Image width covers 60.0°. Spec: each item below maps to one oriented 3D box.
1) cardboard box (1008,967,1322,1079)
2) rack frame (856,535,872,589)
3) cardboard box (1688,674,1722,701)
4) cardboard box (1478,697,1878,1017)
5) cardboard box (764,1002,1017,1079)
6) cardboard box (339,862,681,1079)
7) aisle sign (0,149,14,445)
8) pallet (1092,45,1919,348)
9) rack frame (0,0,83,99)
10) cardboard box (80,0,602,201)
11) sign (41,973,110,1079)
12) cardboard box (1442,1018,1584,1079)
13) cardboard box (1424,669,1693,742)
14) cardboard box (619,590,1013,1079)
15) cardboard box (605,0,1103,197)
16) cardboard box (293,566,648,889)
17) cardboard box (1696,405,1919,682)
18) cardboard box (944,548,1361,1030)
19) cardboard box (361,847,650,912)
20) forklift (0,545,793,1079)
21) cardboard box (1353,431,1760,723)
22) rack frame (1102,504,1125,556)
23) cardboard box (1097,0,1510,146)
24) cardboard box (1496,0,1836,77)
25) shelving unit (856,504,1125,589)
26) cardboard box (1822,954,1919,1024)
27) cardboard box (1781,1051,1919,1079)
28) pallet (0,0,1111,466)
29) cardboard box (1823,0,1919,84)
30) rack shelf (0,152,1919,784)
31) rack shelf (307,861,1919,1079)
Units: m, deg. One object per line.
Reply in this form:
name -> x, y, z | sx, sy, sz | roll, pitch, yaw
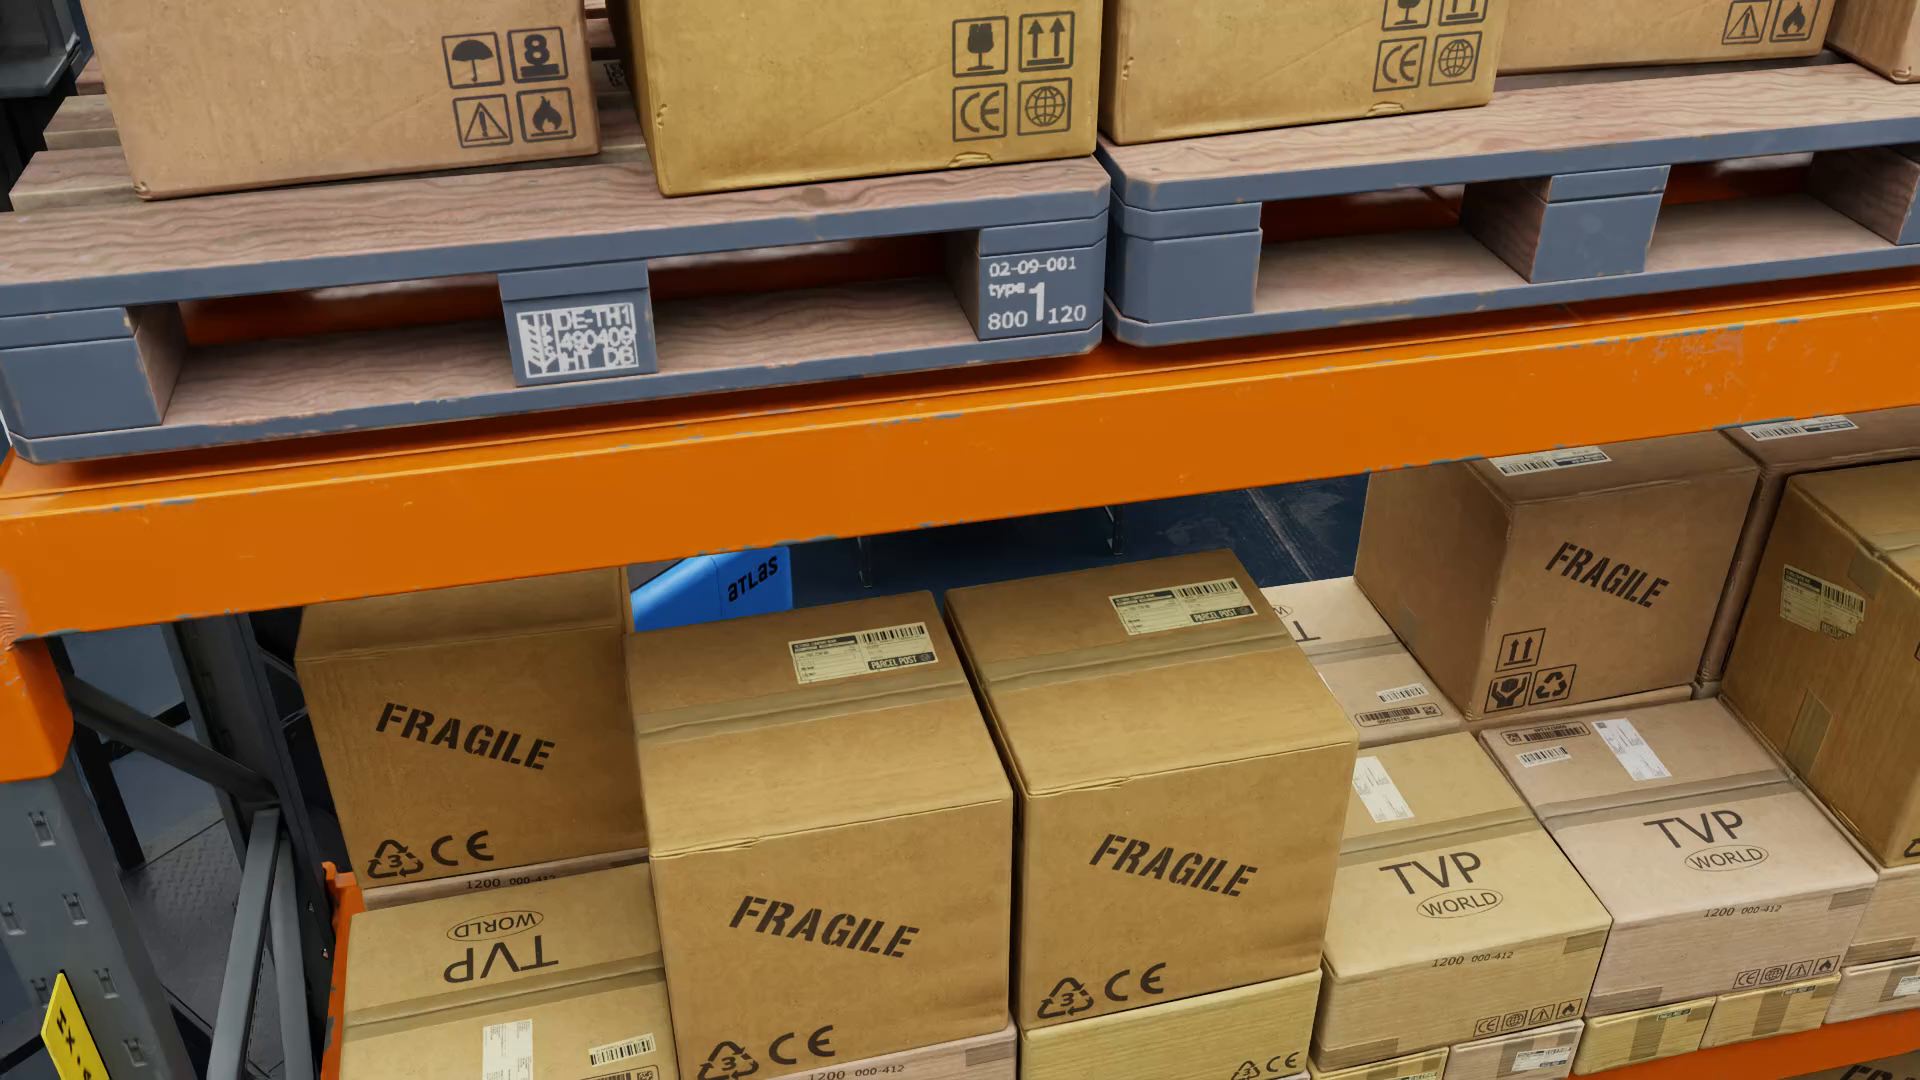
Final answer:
cardboard box -> 0.280, 0.698, 2.886 | 0.500, 0.250, 0.500 | -8, 35, -12
rack frame -> -0.413, -0.571, 6.255 | 0.032, 1.500, 0.500 | -7, 35, -11
cardboard box -> 1.655, 0.219, 3.599 | 0.500, 0.250, 0.500 | -7, 35, -11
cardboard box -> 1.283, 0.570, 3.076 | 0.500, 0.250, 0.500 | -7, 34, -10
cardboard box -> -0.210, 0.758, 2.797 | 0.500, 0.250, 0.500 | -8, 35, -11
cardboard box -> -0.716, 0.825, 2.696 | 0.500, 0.250, 0.500 | -8, 35, -12
aisle sign -> -1.380, -0.435, 2.373 | 0.004, 0.787, 0.394 | -7, 35, -11
pallet -> 0.670, -0.659, 2.428 | 1.213, 0.211, 1.003 | -7, 35, -11
rack frame -> -1.244, -1.692, 1.196 | 0.127, 3.000, 1.000 | -7, 35, -11
cardboard box -> -0.748, -0.797, 1.998 | 0.500, 0.500, 0.700 | -9, 35, -13
sign -> -1.127, 0.709, 2.154 | 0.005, 0.325, 0.100 | -7, 35, -11
cardboard box -> 0.931, 0.816, 3.068 | 0.250, 0.149, 0.380 | -7, 34, -10
cardboard box -> 1.151, 0.286, 3.499 | 0.500, 0.250, 0.500 | -6, 34, -9
cardboard box -> -0.228, 0.452, 2.579 | 0.500, 0.500, 0.500 | -8, 35, -12
cardboard box -> -0.173, -0.801, 2.004 | 0.500, 0.500, 0.700 | -8, 35, -12
cardboard box -> -0.827, 0.223, 2.920 | 0.500, 0.500, 0.500 | -7, 34, -10
cardboard box -> 1.652, -0.089, 3.386 | 0.500, 0.500, 0.500 | -7, 35, -11
cardboard box -> 0.276, 0.385, 2.679 | 0.500, 0.500, 0.500 | -8, 35, -12
cardboard box -> -0.830, 0.534, 3.131 | 0.500, 0.250, 0.500 | -8, 35, -11
forklift -> -1.801, 0.053, 4.040 | 1.130, 2.935, 3.031 | 23, 40, 30
cardboard box -> 1.146, -0.023, 3.287 | 0.500, 0.500, 0.500 | -8, 35, -12
rack frame -> 0.579, -0.696, 6.441 | 0.032, 1.500, 0.500 | -7, 35, -11
cardboard box -> 0.321, -0.891, 2.138 | 0.500, 0.500, 0.700 | -9, 35, -14
cardboard box -> 0.841, -1.016, 2.325 | 0.500, 0.500, 0.700 | -6, 34, -8
shelving unit -> 0.083, -0.633, 6.348 | 1.048, 1.500, 0.538 | -7, 35, -11
cardboard box -> 1.680, 0.722, 3.208 | 0.250, 0.149, 0.380 | -7, 34, -10
cardboard box -> 1.996, 1.052, 4.020 | 0.875, 0.875, 0.875 | -7, 35, -11
pallet -> -0.522, -0.507, 2.201 | 1.213, 0.211, 1.003 | -7, 35, -11
cardboard box -> 1.382, -1.004, 2.305 | 0.500, 0.500, 0.700 | -5, 34, -8
rack shelf -> 0.707, -0.394, 2.599 | 4.000, 0.370, 1.077 | -7, 35, -11
rack shelf -> 0.707, 0.851, 3.435 | 4.000, 0.370, 1.077 | -7, 35, -11
